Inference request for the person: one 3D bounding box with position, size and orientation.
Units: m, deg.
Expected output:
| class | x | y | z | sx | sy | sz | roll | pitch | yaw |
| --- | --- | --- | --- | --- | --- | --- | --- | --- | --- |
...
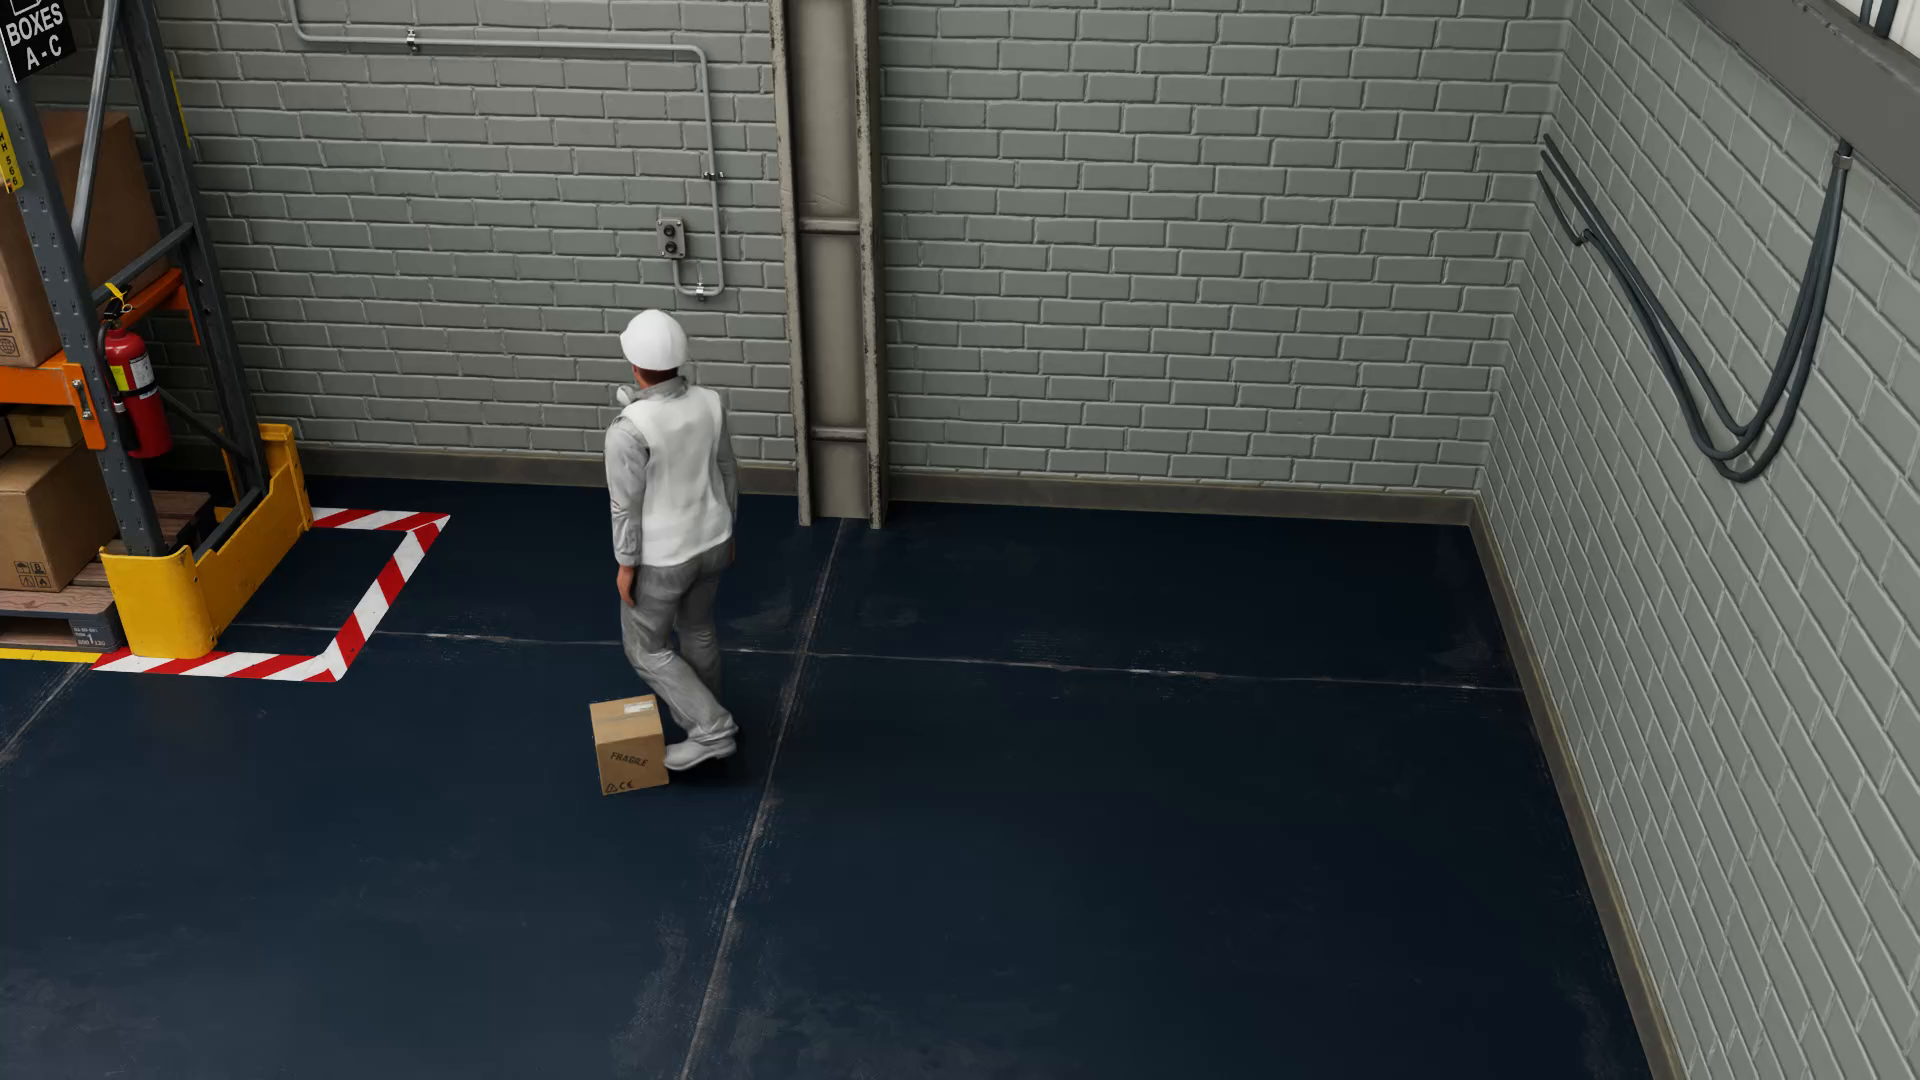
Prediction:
| class | x | y | z | sx | sy | sz | roll | pitch | yaw |
| --- | --- | --- | --- | --- | --- | --- | --- | --- | --- |
| person | -0.997 | 0.030 | 6.060 | 0.567 | 1.765 | 0.575 | 24 | 39 | 33 |
